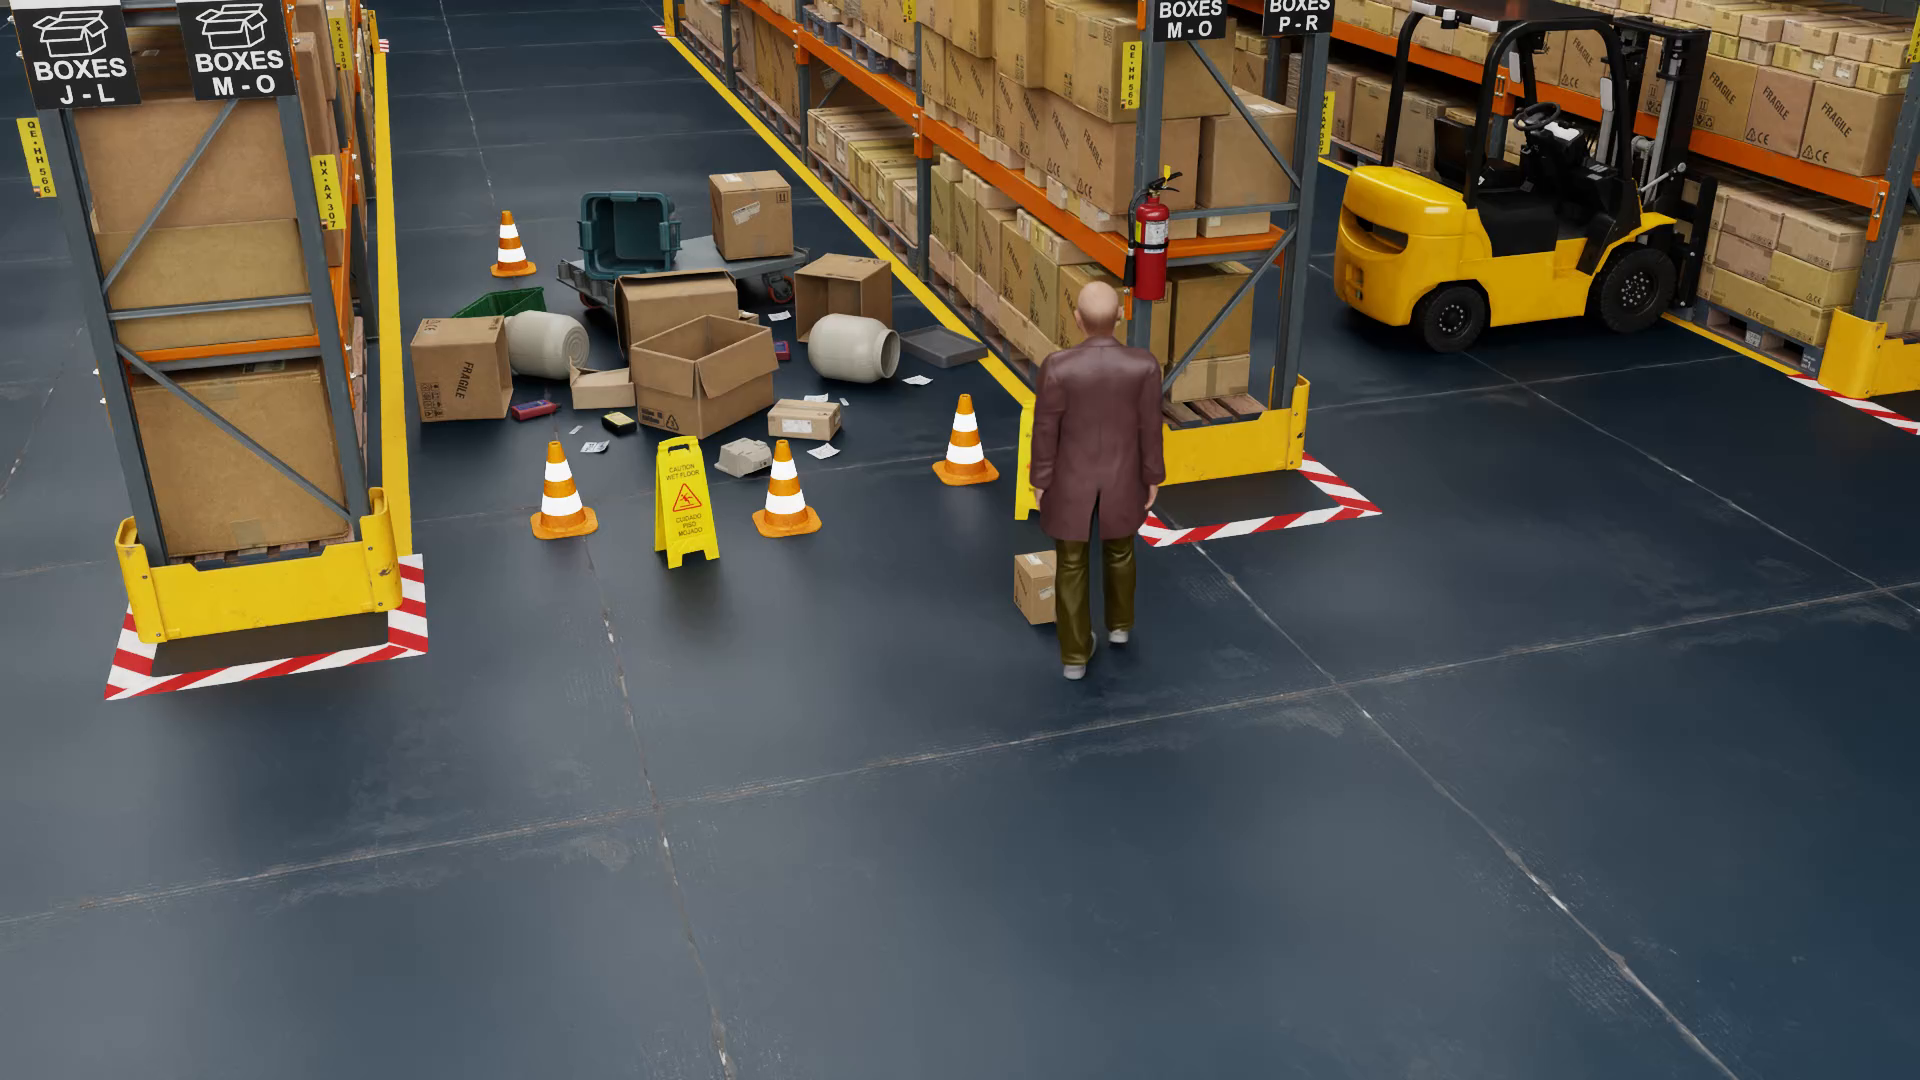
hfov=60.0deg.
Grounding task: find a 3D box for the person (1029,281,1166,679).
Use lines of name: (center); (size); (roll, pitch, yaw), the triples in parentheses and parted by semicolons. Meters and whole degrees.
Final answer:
person: (0.572, -0.308, 7.255); (0.591, 1.785, 0.631); (-3, 26, -5)
